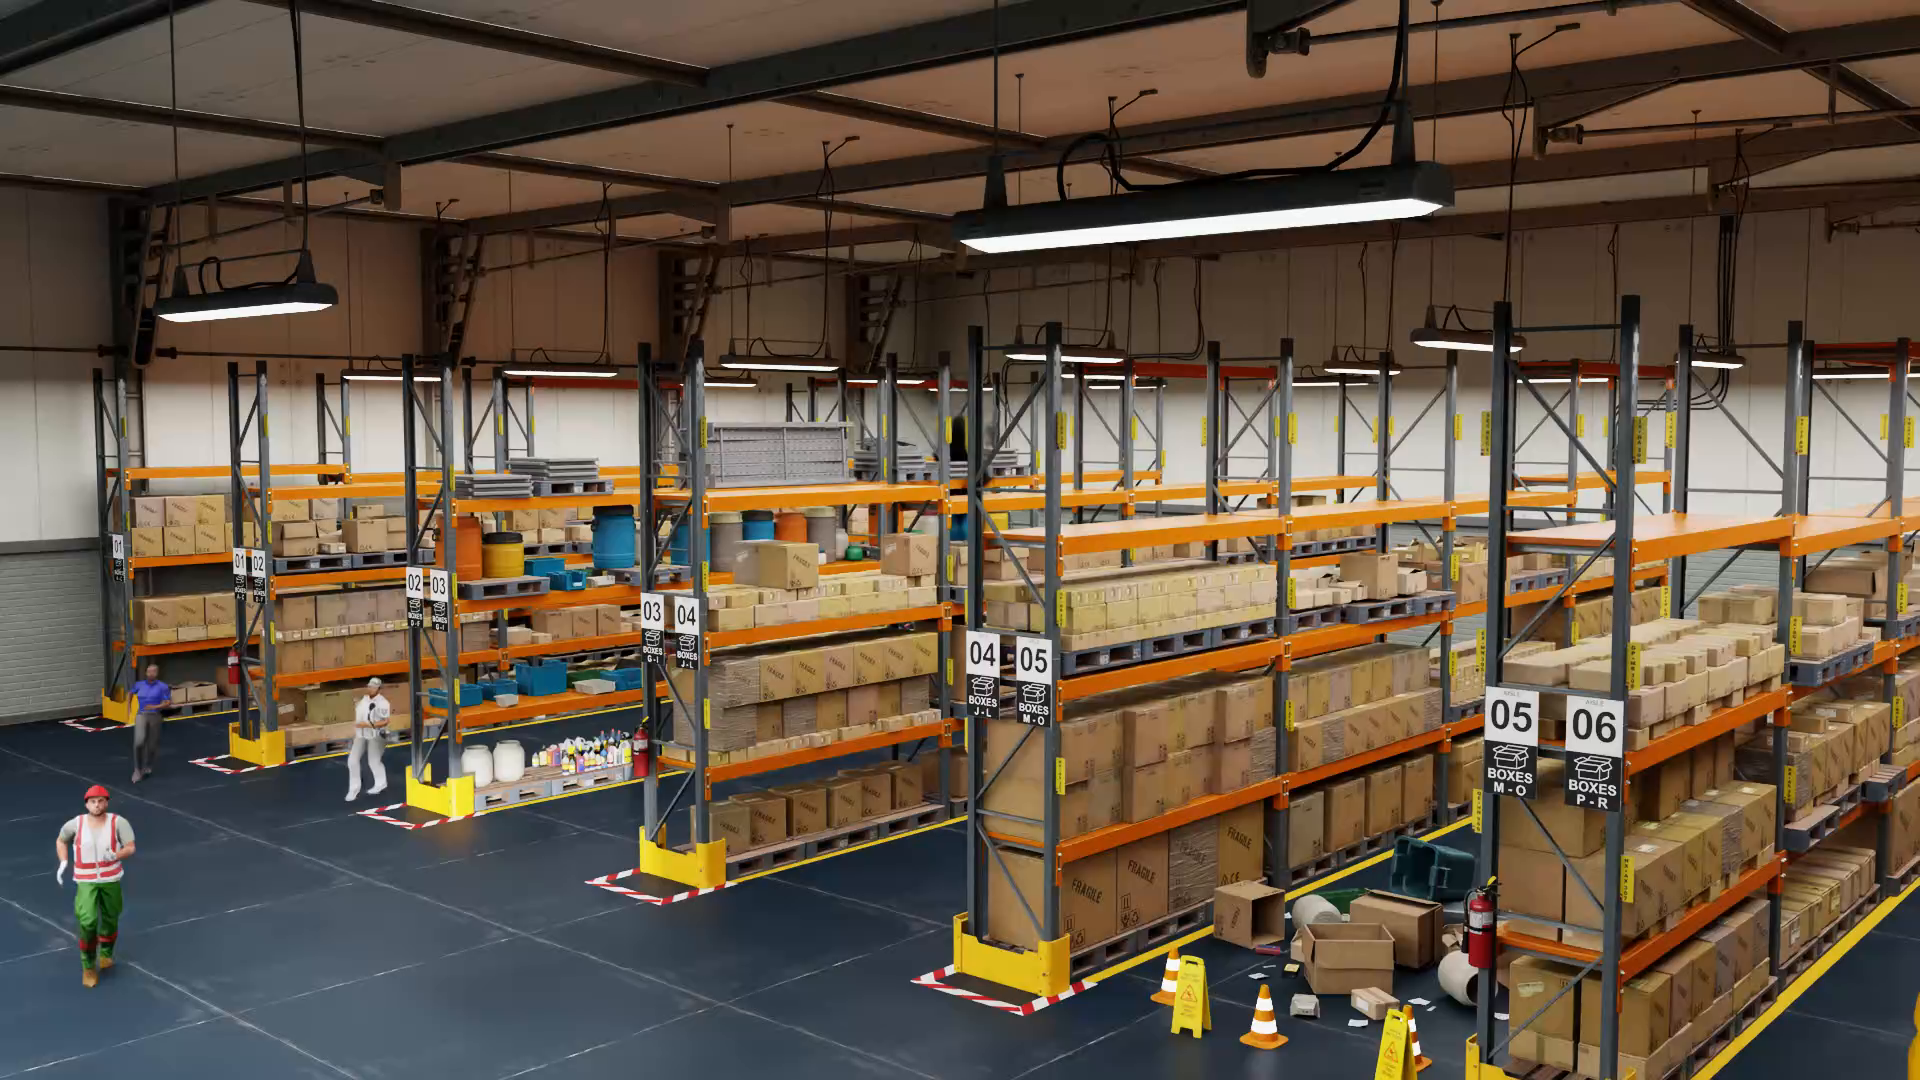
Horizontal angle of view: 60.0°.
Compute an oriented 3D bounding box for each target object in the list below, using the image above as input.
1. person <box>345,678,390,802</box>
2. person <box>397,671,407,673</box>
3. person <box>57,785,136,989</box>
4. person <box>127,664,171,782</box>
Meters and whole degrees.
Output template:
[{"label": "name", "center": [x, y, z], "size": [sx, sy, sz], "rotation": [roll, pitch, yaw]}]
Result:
[{"label": "person", "center": [-7.961, 2.702, 22.569], "size": [0.612, 1.703, 0.662], "rotation": [1, 4, 17]}, {"label": "person", "center": [-9.508, 2.166, 28.509], "size": [0.640, 1.835, 0.763], "rotation": [3, 5, 37]}, {"label": "person", "center": [-7.893, 3.154, 15.220], "size": [0.642, 1.826, 0.747], "rotation": [-3, 5, -31]}, {"label": "person", "center": [-11.606, 2.652, 23.816], "size": [0.582, 1.570, 0.652], "rotation": [-2, 5, -25]}]
